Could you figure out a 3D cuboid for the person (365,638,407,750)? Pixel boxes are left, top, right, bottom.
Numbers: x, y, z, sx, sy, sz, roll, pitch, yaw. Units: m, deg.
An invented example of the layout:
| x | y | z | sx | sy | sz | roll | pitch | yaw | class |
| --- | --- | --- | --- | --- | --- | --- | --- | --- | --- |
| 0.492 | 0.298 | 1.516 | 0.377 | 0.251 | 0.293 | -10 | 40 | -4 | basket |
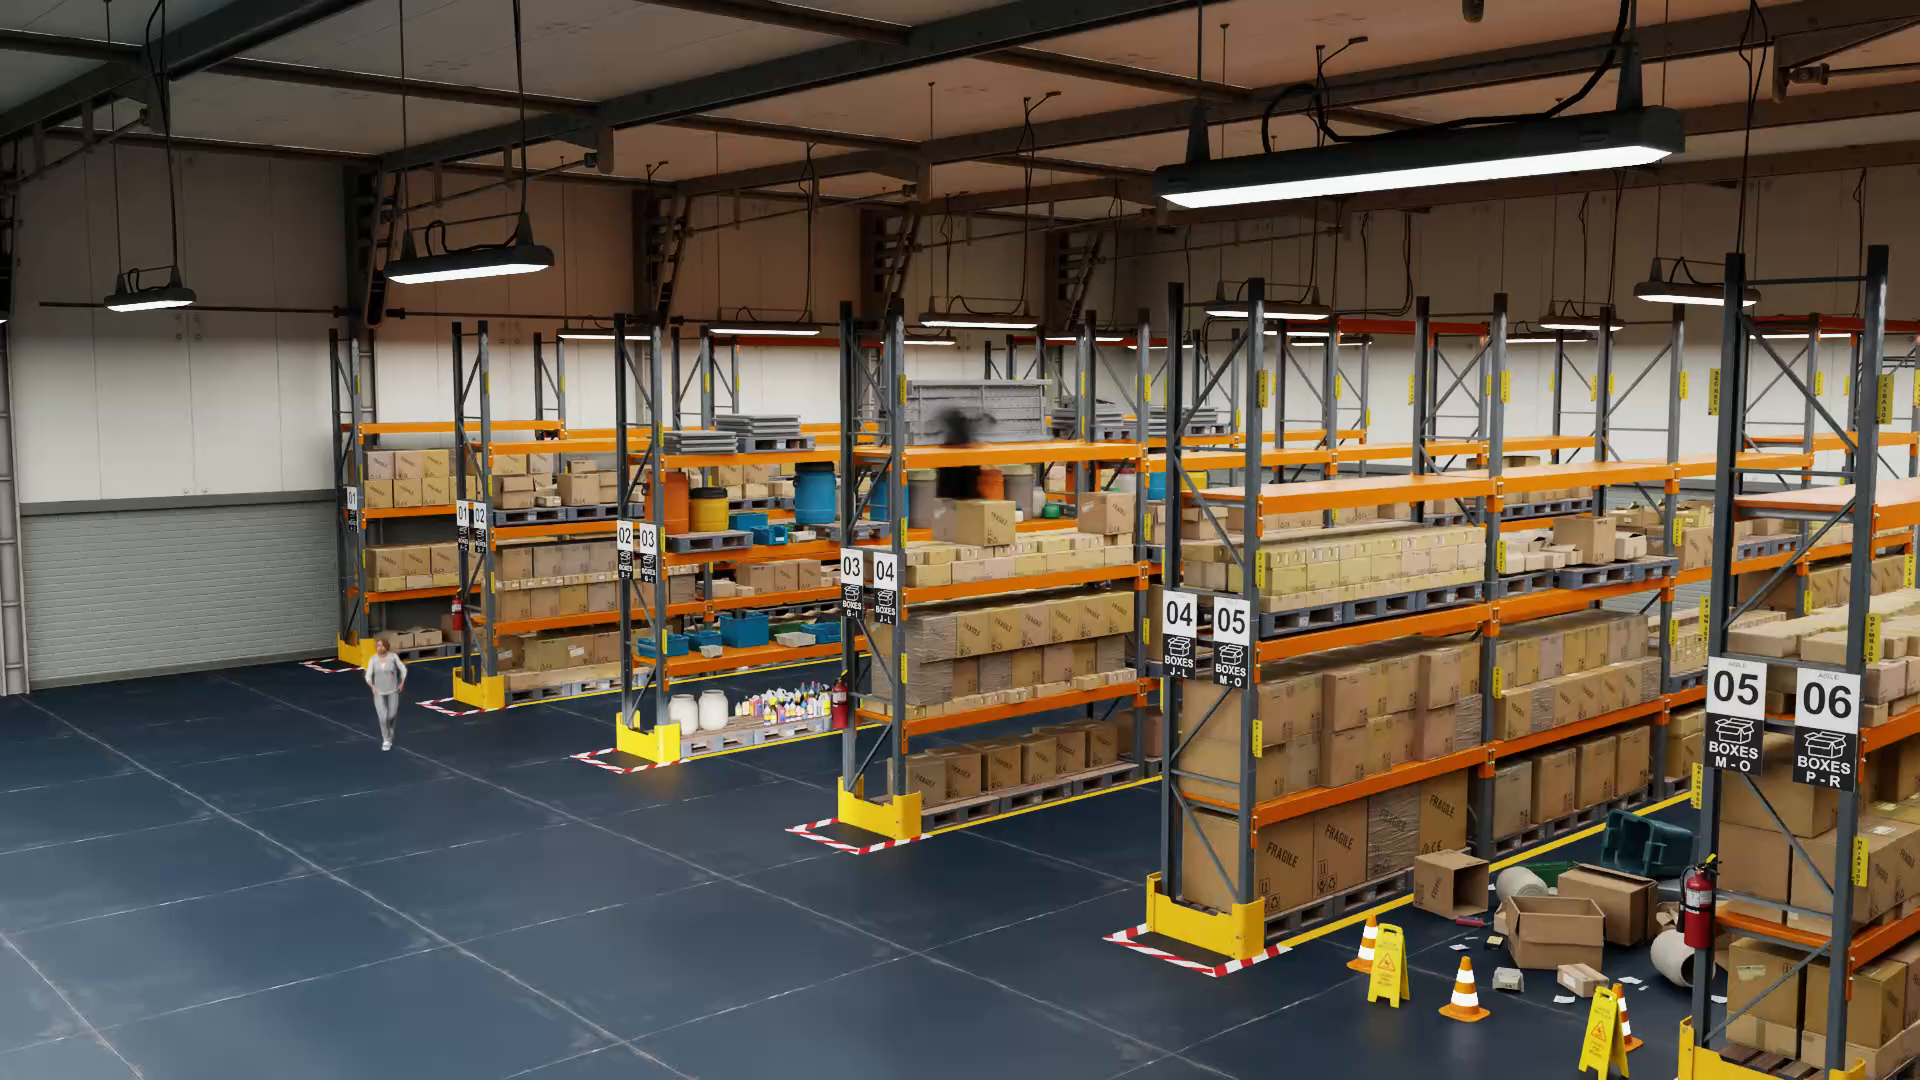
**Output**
| x | y | z | sx | sy | sz | roll | pitch | yaw | class |
| --- | --- | --- | --- | --- | --- | --- | --- | --- | --- |
| -7.934 | 2.128 | 22.986 | 0.546 | 1.561 | 0.484 | -1 | 6 | -14 | person |
